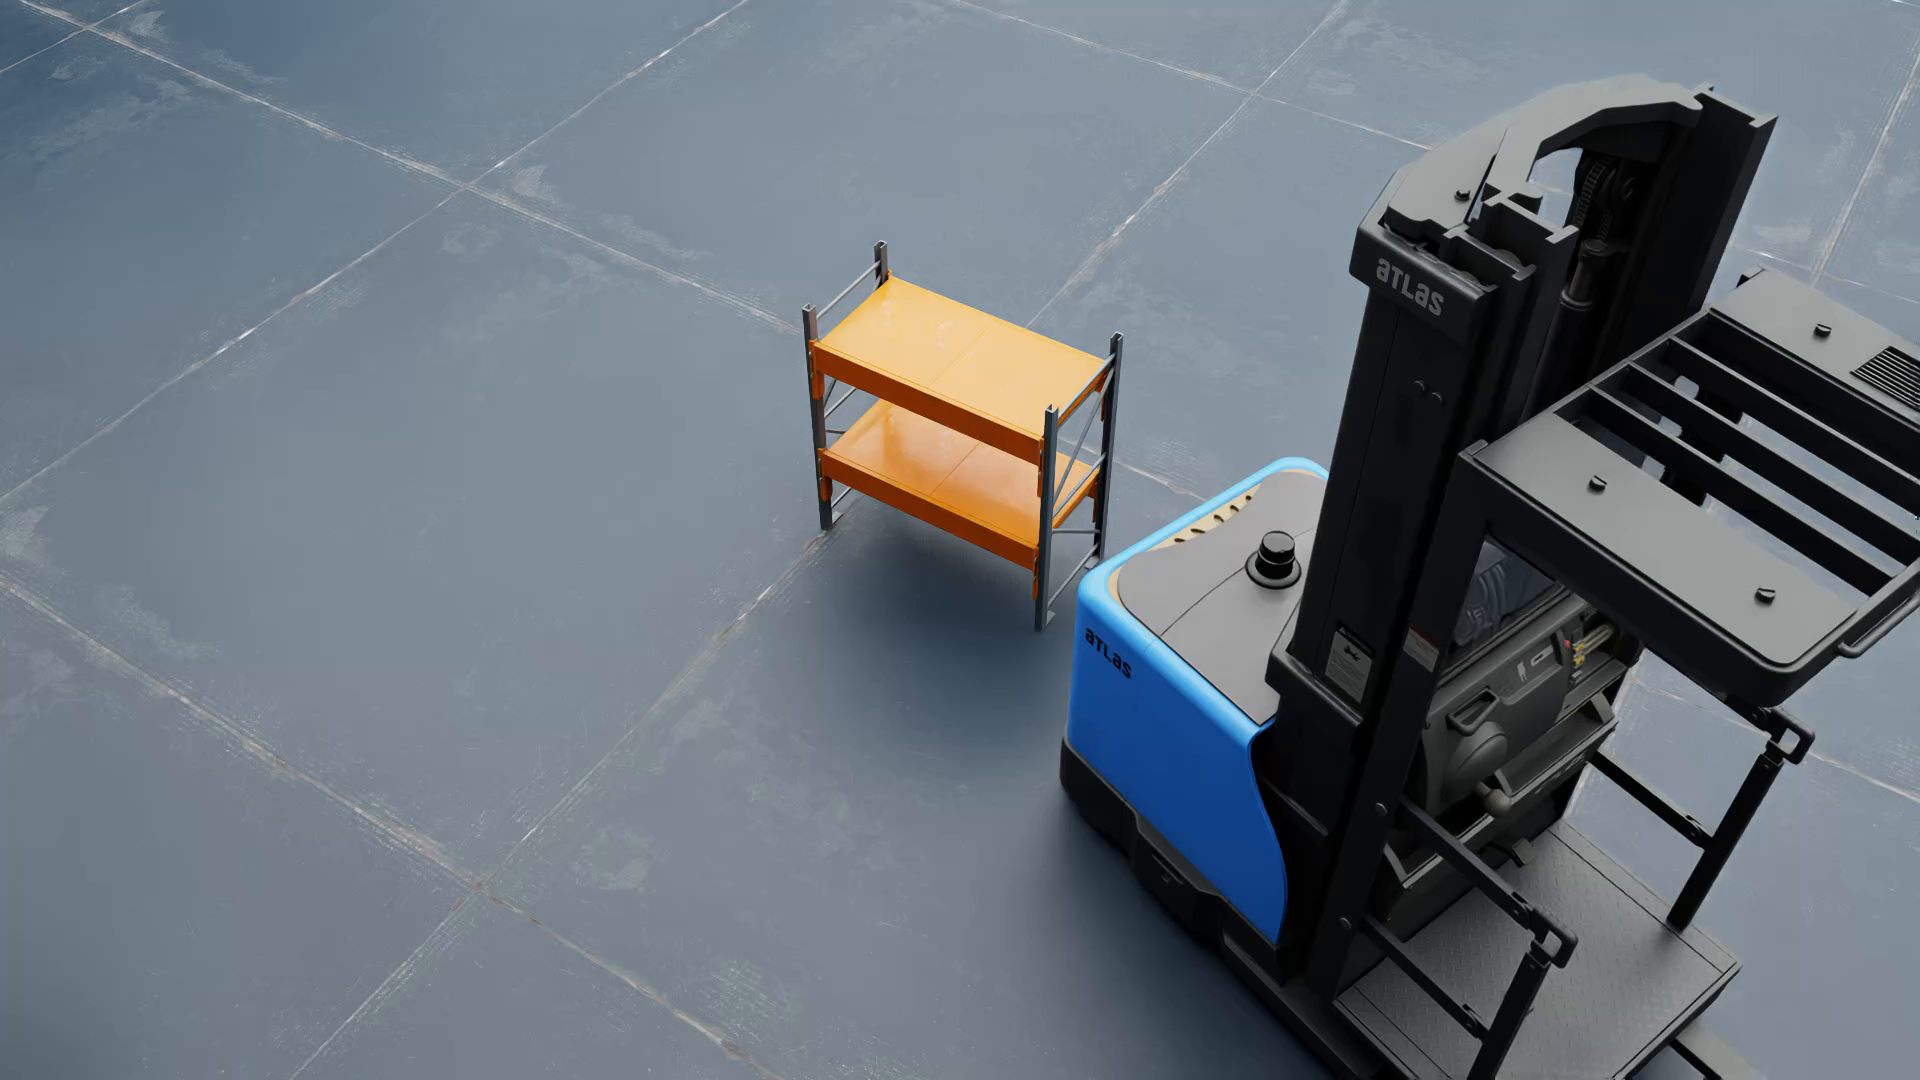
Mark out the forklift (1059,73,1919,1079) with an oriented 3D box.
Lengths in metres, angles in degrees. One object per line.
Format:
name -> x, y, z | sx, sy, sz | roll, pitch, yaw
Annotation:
forklift -> 1.649, 0.471, 4.249 | 1.130, 2.935, 3.031 | -29, 52, -25

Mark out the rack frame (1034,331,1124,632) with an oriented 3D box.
rack frame -> 0.434, -0.193, 6.153 | 0.032, 1.125, 0.500 | 25, 51, 22

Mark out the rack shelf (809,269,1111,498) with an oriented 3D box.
rack shelf -> 0.006, -0.593, 6.134 | 1.000, 0.278, 0.538 | 25, 51, 22

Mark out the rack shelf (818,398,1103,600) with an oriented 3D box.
rack shelf -> 0.006, -0.219, 6.519 | 1.000, 0.278, 0.538 | 25, 51, 22

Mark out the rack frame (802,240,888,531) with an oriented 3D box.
rack frame -> -0.422, -0.586, 6.535 | 0.032, 1.125, 0.500 | 25, 51, 22

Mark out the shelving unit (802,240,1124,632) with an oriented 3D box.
shelving unit -> 0.006, -0.389, 6.344 | 1.048, 1.125, 0.538 | 25, 51, 22
